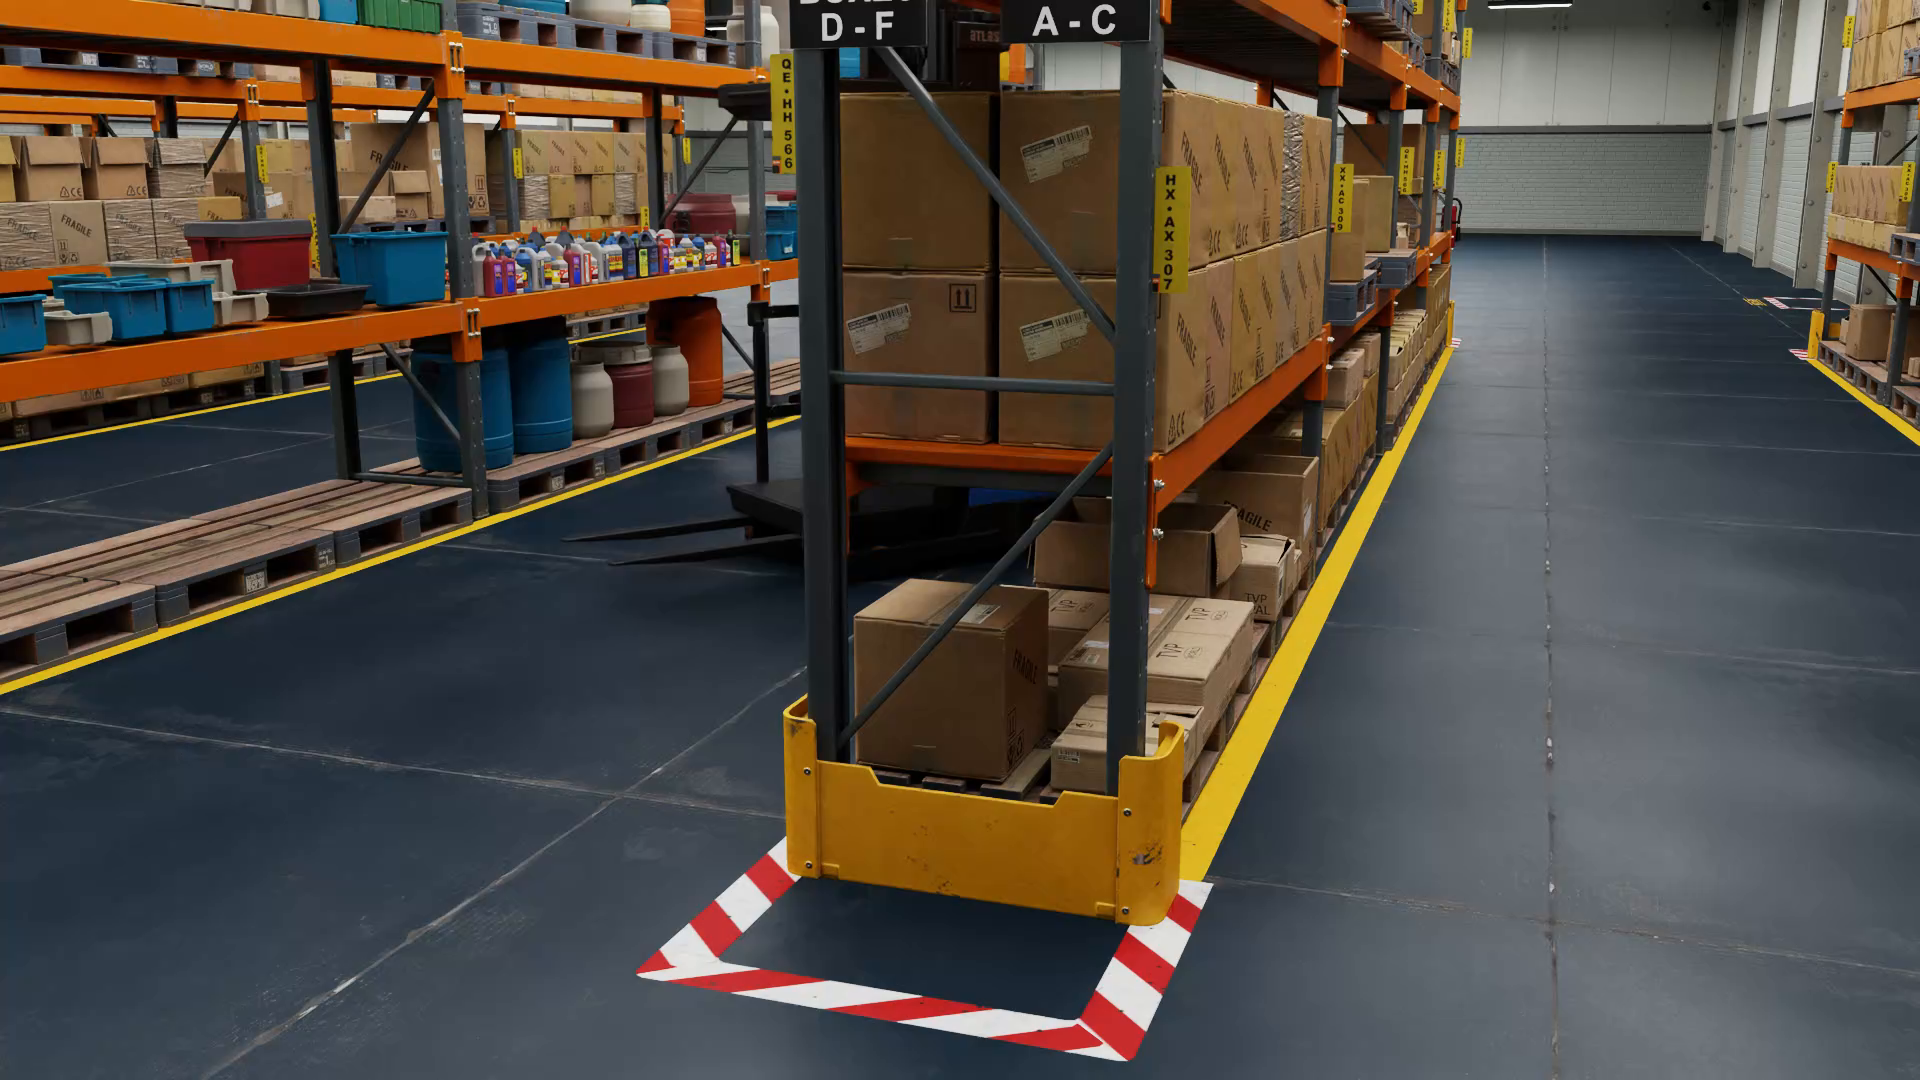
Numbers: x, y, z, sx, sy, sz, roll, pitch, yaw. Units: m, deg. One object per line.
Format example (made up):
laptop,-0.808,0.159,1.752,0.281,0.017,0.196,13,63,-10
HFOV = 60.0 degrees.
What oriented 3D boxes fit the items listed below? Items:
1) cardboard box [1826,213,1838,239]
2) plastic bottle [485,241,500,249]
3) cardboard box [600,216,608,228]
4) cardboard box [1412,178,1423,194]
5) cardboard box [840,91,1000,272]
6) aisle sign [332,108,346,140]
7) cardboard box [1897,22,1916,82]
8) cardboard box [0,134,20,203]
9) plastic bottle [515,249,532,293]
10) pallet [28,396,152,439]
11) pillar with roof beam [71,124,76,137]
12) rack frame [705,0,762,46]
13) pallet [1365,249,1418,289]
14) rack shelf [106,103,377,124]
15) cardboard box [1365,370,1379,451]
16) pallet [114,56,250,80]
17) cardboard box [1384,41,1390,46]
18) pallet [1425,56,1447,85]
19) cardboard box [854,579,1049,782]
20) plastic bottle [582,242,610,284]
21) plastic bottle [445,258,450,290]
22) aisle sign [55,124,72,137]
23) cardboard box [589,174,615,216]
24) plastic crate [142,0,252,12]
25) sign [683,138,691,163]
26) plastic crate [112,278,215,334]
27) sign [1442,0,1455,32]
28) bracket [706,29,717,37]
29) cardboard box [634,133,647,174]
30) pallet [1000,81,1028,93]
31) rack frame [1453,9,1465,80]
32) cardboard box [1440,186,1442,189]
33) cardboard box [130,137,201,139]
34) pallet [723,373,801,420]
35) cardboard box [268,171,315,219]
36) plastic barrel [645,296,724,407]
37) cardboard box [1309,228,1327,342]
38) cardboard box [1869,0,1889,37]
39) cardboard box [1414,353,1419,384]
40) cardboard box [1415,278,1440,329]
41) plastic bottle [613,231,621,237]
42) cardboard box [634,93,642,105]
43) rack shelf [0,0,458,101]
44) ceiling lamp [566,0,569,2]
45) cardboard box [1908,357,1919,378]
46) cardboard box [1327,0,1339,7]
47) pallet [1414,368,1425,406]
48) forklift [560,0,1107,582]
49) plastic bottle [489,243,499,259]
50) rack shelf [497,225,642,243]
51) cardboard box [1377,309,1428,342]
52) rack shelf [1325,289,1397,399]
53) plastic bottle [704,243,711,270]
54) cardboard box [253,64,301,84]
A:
cardboard box,9.445,-3.298,17.488,0.500,0.250,0.500,4,13,17
plastic bottle,-3.207,-1.885,11.285,0.152,0.276,0.135,4,14,18
cardboard box,-4.587,-3.943,20.586,0.380,0.149,0.250,4,14,18
cardboard box,4.190,-3.362,15.797,0.380,0.149,0.250,4,14,18
cardboard box,-0.079,-1.078,4.998,0.500,0.500,0.500,4,14,18
aisle sign,-9.079,-6.193,24.040,0.394,0.787,0.004,4,14,18
cardboard box,8.714,-4.350,14.793,0.500,0.500,0.500,3,13,14
cardboard box,-7.609,-2.801,12.540,0.797,0.503,0.637,5,14,19
plastic bottle,-2.737,-1.686,10.422,0.097,0.271,0.097,0,13,0
pallet,-7.469,-1.051,13.617,1.003,0.211,1.213,4,14,18
pillar with roof beam,-13.296,-9.378,30.351,9.100,9.000,0.400,4,14,18
rack frame,-2.060,-5.395,12.902,1.000,3.000,0.127,4,14,18
pallet,2.473,-1.871,11.377,1.213,0.211,1.003,4,14,18
rack shelf,-9.465,-5.580,22.070,1.077,0.370,4.000,4,14,18
cardboard box,2.546,-0.895,11.296,0.500,0.500,0.500,5,14,21
pallet,-6.904,-4.058,14.208,1.213,0.211,1.003,5,14,21
cardboard box,2.183,-3.313,10.295,0.910,0.500,0.500,4,14,18
pallet,4.172,-4.556,16.164,1.003,0.211,1.213,4,14,18
cardboard box,-0.020,0.444,5.432,0.500,0.500,0.500,4,14,18
plastic bottle,-2.469,-1.881,11.268,0.152,0.276,0.135,4,14,18
plastic bottle,-3.290,-1.709,10.682,0.097,0.201,0.097,0,13,0
aisle sign,-13.808,-6.527,25.503,0.394,0.787,0.004,4,14,18
cardboard box,-4.785,-4.271,20.564,0.875,0.500,0.500,4,14,18
plastic crate,-3.639,-2.635,7.816,0.437,0.282,0.530,4,14,18
sign,-3.639,-5.185,22.154,0.100,0.325,0.005,4,14,18
plastic crate,-3.734,-1.102,7.817,0.416,0.233,0.300,4,14,18
sign,4.437,-4.786,15.105,0.100,0.325,0.005,4,14,18
bracket,-8.367,-17.056,55.905,0.235,0.232,0.430,4,14,18
cardboard box,-4.258,-4.953,21.308,0.500,0.500,0.500,4,14,18
pallet,0.169,-5.358,19.904,1.003,0.211,1.213,4,14,18
rack frame,5.214,-6.722,18.715,1.000,3.000,0.127,4,14,18
cardboard box,5.271,-4.068,18.887,0.380,0.149,0.250,4,13,17
cardboard box,-9.961,-4.722,20.672,0.875,0.550,0.550,4,14,18
pallet,-1.772,-1.271,14.582,1.003,0.211,1.213,4,14,18
cardboard box,-6.523,-3.321,16.131,0.700,0.500,0.500,7,14,27
plastic barrel,-2.202,-1.513,13.307,0.600,0.830,0.708,4,14,18
cardboard box,1.413,-1.195,7.760,0.500,0.500,0.500,5,14,19
cardboard box,9.183,-5.175,16.164,0.500,0.500,0.500,5,14,20
cardboard box,3.730,-1.497,14.540,0.500,0.250,0.500,5,14,20
cardboard box,4.521,-2.366,16.662,0.500,0.500,0.500,4,14,18
plastic bottle,-2.655,-2.244,12.859,0.152,0.276,0.135,4,14,18
cardboard box,-4.232,-5.675,21.208,0.500,0.250,0.500,4,14,19
rack shelf,-4.001,-2.318,7.780,1.077,0.370,4.000,4,14,18
ceiling lamp,-9.308,-14.513,39.733,2.000,3.185,0.800,4,14,18
cardboard box,8.753,-1.547,14.903,0.380,0.166,0.250,3,13,11
cardboard box,1.426,-2.538,7.464,0.500,0.250,0.500,4,14,18
pallet,3.719,-1.437,15.311,1.003,0.211,1.213,4,14,18
forklift,-0.606,-1.344,8.790,3.031,2.935,1.130,-9,15,-33
plastic bottle,-3.127,-1.849,11.139,0.097,0.271,0.097,0,13,0
rack shelf,-4.805,-3.739,20.746,1.077,0.370,4.000,4,14,18
cardboard box,4.060,-1.987,15.426,0.500,0.311,0.500,4,14,18
rack shelf,1.979,-1.341,10.238,1.077,0.370,4.000,4,14,18
plastic bottle,-1.948,-2.165,12.680,0.097,0.201,0.097,0,13,0
cardboard box,-6.353,-4.297,15.168,0.500,0.250,0.500,5,14,19
